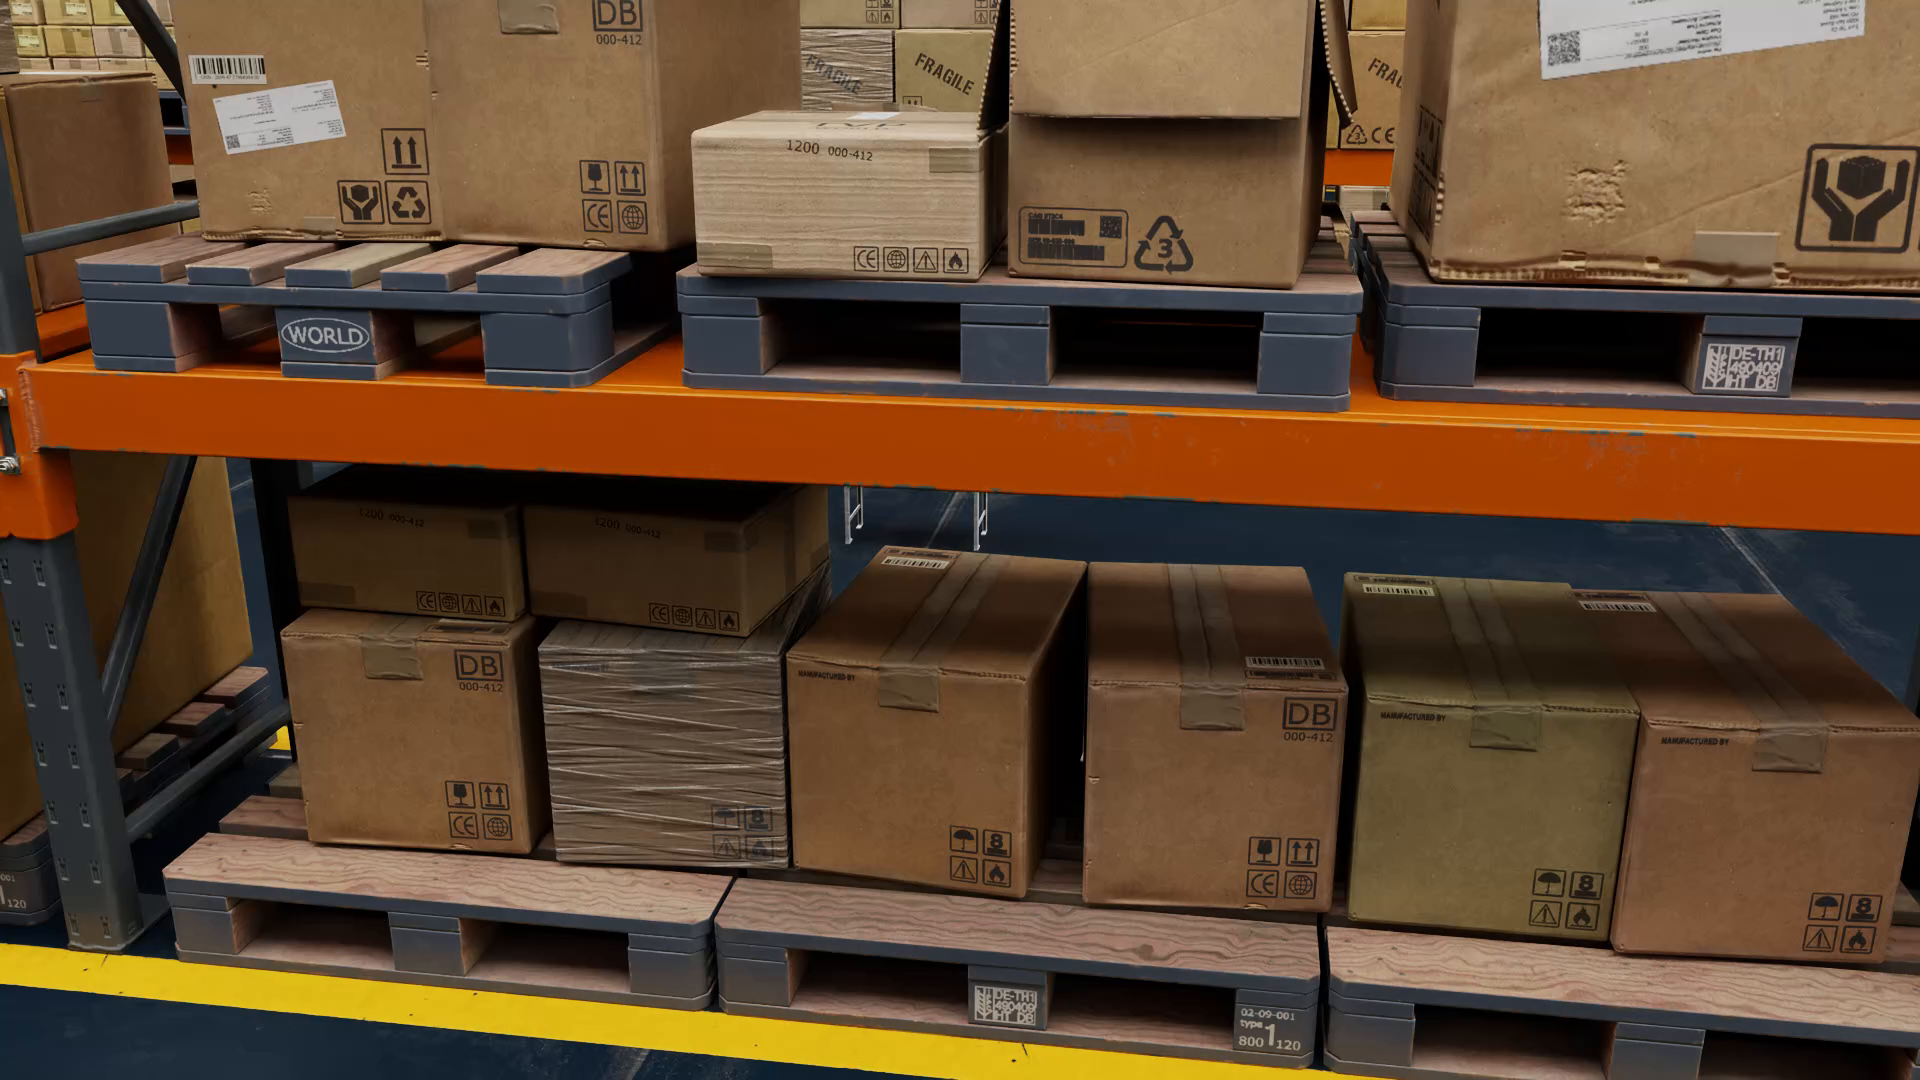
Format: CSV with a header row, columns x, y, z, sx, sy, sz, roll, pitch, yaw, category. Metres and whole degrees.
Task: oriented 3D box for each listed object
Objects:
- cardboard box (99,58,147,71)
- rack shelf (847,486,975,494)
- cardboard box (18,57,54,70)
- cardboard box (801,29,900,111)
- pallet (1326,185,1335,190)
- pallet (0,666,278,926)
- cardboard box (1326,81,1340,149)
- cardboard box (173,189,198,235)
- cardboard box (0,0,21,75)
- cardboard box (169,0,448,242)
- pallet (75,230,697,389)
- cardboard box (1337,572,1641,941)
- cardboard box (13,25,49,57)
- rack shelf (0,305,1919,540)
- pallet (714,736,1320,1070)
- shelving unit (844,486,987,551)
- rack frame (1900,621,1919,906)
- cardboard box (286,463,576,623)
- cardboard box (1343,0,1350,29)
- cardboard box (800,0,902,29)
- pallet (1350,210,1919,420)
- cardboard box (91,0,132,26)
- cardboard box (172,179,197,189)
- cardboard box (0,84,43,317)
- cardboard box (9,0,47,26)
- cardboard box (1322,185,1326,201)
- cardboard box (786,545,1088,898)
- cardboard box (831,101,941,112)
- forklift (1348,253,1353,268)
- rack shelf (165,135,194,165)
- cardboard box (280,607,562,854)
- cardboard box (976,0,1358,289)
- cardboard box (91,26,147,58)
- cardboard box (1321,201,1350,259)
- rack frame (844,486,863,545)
x,y,z,sx,sy,sz,roll,pitch,yaw,category
-4.028,-2.321,8.245,0.250,0.149,0.380,3,19,9,cardboard box
-0.163,-0.289,6.234,0.480,0.148,0.258,3,19,9,rack shelf
-4.549,-2.346,8.323,0.250,0.149,0.380,2,19,6,cardboard box
-0.515,-2.169,7.902,0.500,0.500,0.500,3,19,9,cardboard box
3.769,-3.841,17.451,1.213,0.211,1.003,3,19,9,pallet
-2.569,0.579,4.240,1.213,0.211,1.003,3,19,9,pallet
1.478,-2.069,7.600,0.500,0.500,0.500,3,19,9,cardboard box
-4.177,-1.680,8.692,0.500,0.250,0.500,2,19,6,cardboard box
-2.522,-1.245,3.559,0.637,0.503,0.797,4,19,11,cardboard box
-1.263,-0.912,3.483,0.500,0.500,0.500,1,19,2,cardboard box
-1.082,-0.587,3.632,1.003,0.211,1.213,3,19,9,pallet
1.076,0.430,3.536,0.500,0.500,0.700,3,19,8,cardboard box
-4.549,-2.488,8.276,0.250,0.149,0.380,3,19,10,cardboard box
0.172,-0.238,3.422,4.000,0.370,1.077,3,19,9,rack shelf
0.170,0.744,3.747,1.213,0.211,1.003,3,19,9,pallet
-0.163,-0.577,6.138,0.503,1.200,0.258,3,19,9,shelving unit
2.147,-0.479,3.007,0.127,3.000,1.000,3,19,9,rack frame
-1.136,-0.035,3.744,0.500,0.250,0.500,4,19,11,cardboard box
1.535,-2.623,7.683,0.500,0.500,0.700,3,19,9,cardboard box
-0.474,-2.725,7.986,0.500,0.500,0.700,3,19,8,cardboard box
1.416,-0.472,3.289,1.213,0.211,1.003,3,19,9,pallet
-4.020,-2.603,8.151,0.250,0.149,0.380,3,19,9,cardboard box
-4.090,-1.841,9.175,0.500,0.250,0.500,2,19,7,cardboard box
-2.329,-0.675,3.435,0.500,0.500,0.500,4,19,10,cardboard box
-4.549,-2.629,8.228,0.250,0.149,0.380,4,19,11,cardboard box
2.490,-2.597,12.818,0.625,0.372,0.950,4,19,12,cardboard box
-0.027,0.374,3.703,0.500,0.500,0.700,5,19,13,cardboard box
-0.113,-0.816,3.566,0.258,0.266,0.396,2,19,7,cardboard box
1.392,-2.928,10.436,3.031,2.935,1.130,-7,20,-20,forklift
-2.890,-1.989,8.653,4.000,0.370,1.077,3,19,9,rack shelf
-1.138,0.324,3.854,0.500,0.500,0.700,2,19,6,cardboard box
0.421,-0.785,3.098,0.637,0.503,0.797,5,19,14,cardboard box
-4.038,-2.462,8.200,0.250,0.149,0.380,3,19,10,cardboard box
1.455,-1.213,8.084,0.750,0.750,1.050,3,19,9,cardboard box
-0.404,-0.590,6.174,0.015,1.200,0.240,3,19,9,rack frame
